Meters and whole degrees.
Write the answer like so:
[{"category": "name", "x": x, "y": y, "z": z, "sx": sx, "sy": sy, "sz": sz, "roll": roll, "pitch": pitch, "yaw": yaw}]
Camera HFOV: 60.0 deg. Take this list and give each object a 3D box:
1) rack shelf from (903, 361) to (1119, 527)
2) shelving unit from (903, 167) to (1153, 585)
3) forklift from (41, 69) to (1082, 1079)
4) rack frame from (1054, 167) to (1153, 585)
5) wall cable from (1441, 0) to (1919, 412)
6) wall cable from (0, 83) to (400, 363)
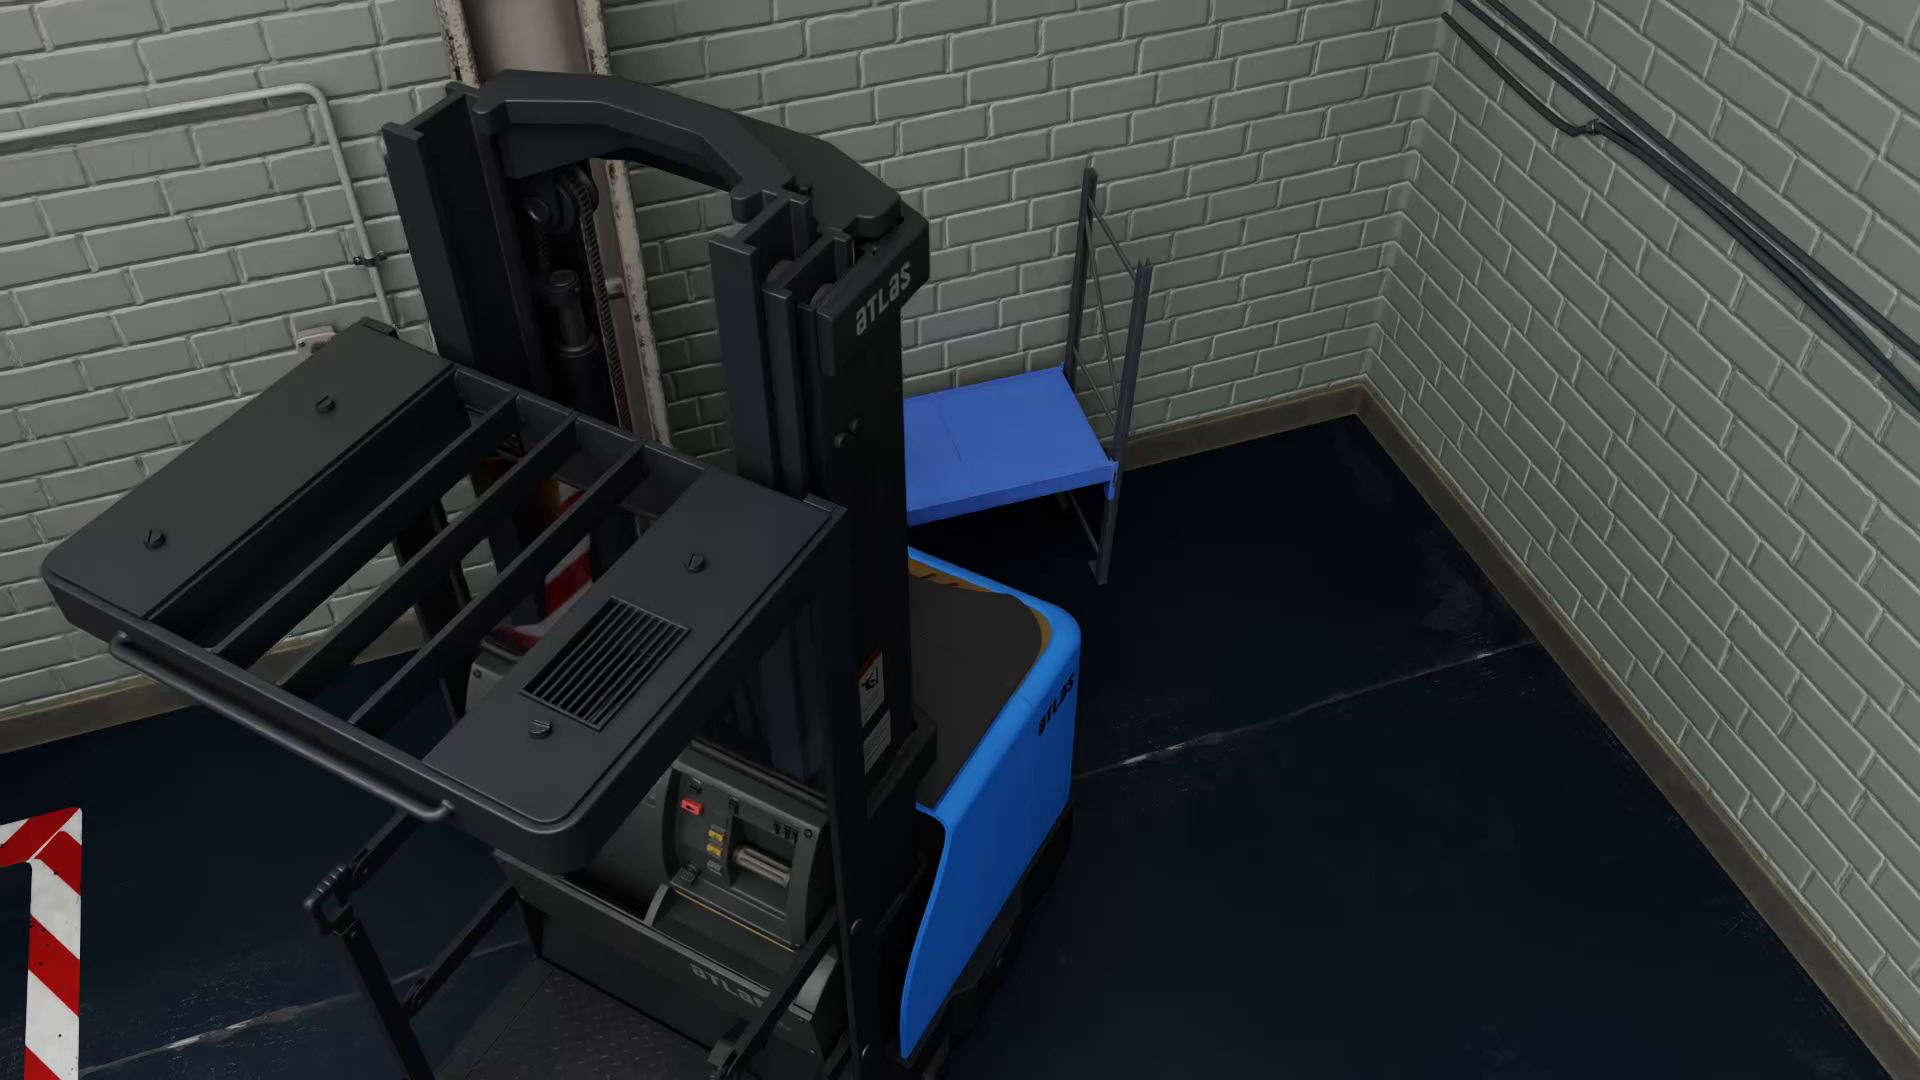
[{"category": "rack shelf", "x": -0.024, "y": -0.277, "z": 5.692, "sx": 1.000, "sy": 0.185, "sz": 0.538, "roll": -13, "pitch": 51, "yaw": -13}, {"category": "shelving unit", "x": -0.019, "y": -0.394, "z": 5.555, "sx": 1.048, "sy": 1.500, "sz": 0.538, "roll": -13, "pitch": 51, "yaw": -13}, {"category": "forklift", "x": -0.811, "y": 0.674, "z": 3.509, "sx": 1.130, "sy": 2.935, "sz": 3.031, "roll": 22, "pitch": 49, "yaw": 20}, {"category": "rack frame", "x": 0.464, "y": -0.506, "z": 5.668, "sx": 0.032, "sy": 1.500, "sz": 0.500, "roll": -13, "pitch": 51, "yaw": -13}, {"category": "wall cable", "x": 2.048, "y": -1.699, "z": 3.783, "sx": 0.112, "sy": 2.526, "sz": 3.097, "roll": -14, "pitch": 47, "yaw": -14}, {"category": "wall cable", "x": -2.510, "y": -0.852, "z": 4.265, "sx": 1.851, "sy": 1.984, "sz": 0.084, "roll": -14, "pitch": 47, "yaw": -14}]
